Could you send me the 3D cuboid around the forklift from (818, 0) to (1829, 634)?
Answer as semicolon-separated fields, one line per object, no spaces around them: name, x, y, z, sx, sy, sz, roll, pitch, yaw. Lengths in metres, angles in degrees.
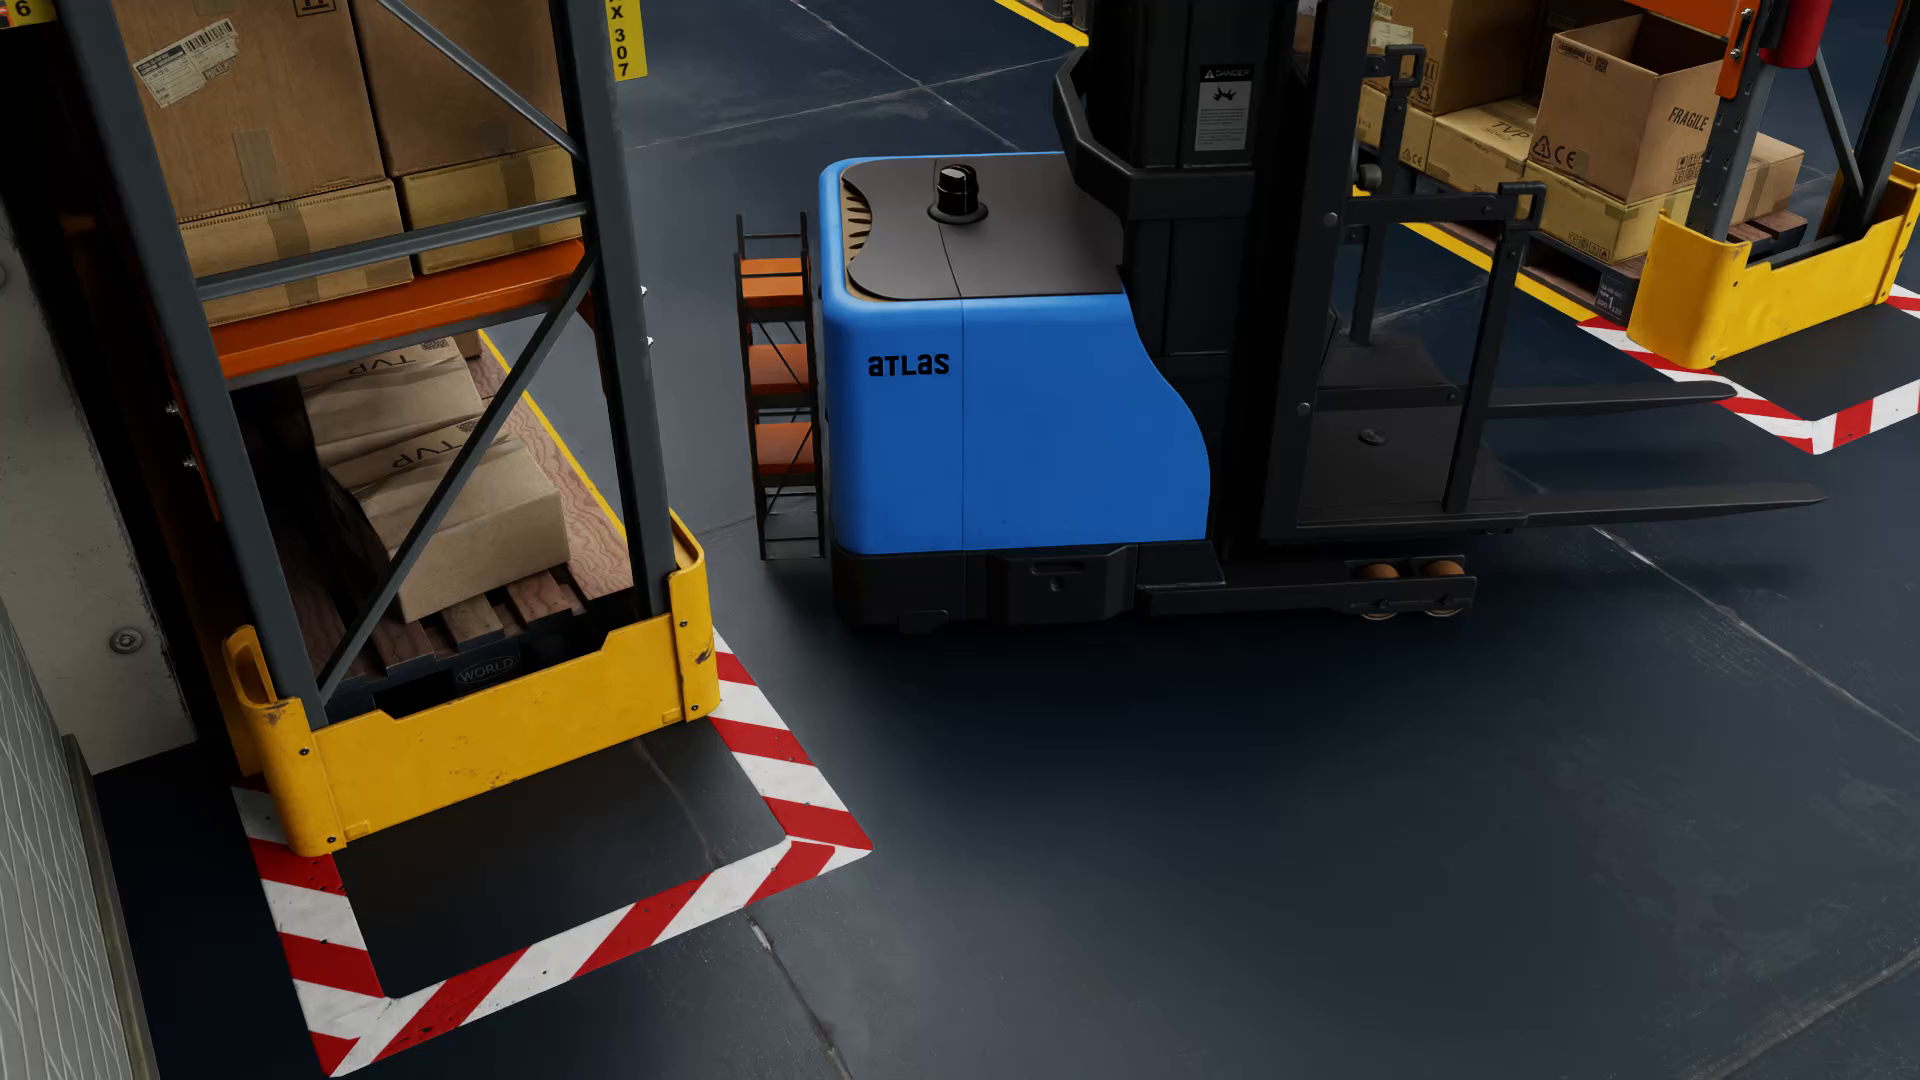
forklift;1.107;-1.256;4.485;3.031;2.935;1.130;-3;36;-4

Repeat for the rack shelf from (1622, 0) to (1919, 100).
rack shelf;2.079;-2.824;7.183;1.077;0.370;4.000;-19;40;-24

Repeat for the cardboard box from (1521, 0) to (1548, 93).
cardboard box;2.492;-2.301;7.197;0.500;0.500;0.500;-19;40;-24

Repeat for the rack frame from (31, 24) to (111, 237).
rack frame;-3.207;-2.664;6.355;1.000;3.000;0.127;-19;40;-24

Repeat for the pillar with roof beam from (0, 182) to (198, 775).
pillar with roof beam;1.426;-4.423;3.677;9.100;9.000;0.400;-19;40;-24

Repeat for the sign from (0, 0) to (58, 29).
sign;-1.687;-1.065;2.916;0.100;0.325;0.005;-19;40;-24

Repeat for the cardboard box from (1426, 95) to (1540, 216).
cardboard box;2.298;-1.591;6.860;0.500;0.250;0.500;-19;40;-24

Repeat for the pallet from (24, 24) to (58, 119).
pallet;-4.216;-2.558;8.573;1.003;0.211;1.213;-19;40;-24

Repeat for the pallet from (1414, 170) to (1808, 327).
pallet;2.664;-1.346;6.913;1.003;0.211;1.213;-19;40;-24

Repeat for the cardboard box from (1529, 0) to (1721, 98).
cardboard box;2.754;-2.050;6.853;0.500;0.500;0.500;-19;40;-24

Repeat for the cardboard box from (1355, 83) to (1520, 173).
cardboard box;2.045;-1.845;7.208;0.500;0.250;0.500;-19;40;-24

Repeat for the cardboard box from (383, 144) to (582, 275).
cardboard box;-1.168;-0.915;4.070;0.500;0.250;0.500;-20;41;-25

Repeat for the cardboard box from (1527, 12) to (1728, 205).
cardboard box;2.557;-1.641;6.294;0.500;0.500;0.500;-19;40;-24

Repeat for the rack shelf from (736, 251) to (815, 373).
rack shelf;-0.530;-0.659;4.798;0.215;0.259;0.240;-3;36;-4

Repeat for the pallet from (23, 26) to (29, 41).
pallet;-4.825;-3.179;9.424;1.003;0.211;1.213;-19;40;-24

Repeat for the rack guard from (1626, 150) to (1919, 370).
rack guard;3.096;-1.072;6.295;1.175;0.500;0.348;-19;40;-24

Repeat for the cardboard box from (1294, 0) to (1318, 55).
cardboard box;1.792;-2.402;7.336;0.500;0.500;0.500;-19;40;-24

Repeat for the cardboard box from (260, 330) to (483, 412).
cardboard box;-2.079;-0.852;5.619;0.700;0.500;0.500;-22;41;-27

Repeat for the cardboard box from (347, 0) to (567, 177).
cardboard box;-1.177;-1.207;3.834;0.500;0.500;0.500;-19;40;-24

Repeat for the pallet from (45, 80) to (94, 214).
pallet;-3.599;-1.935;7.720;1.003;0.211;1.213;-19;40;-24

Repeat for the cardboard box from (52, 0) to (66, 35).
cardboard box;-2.126;-1.574;4.336;0.500;0.500;0.500;-20;41;-25

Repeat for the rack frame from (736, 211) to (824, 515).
rack frame;-0.539;-0.510;5.058;0.200;1.050;0.008;-3;36;-4

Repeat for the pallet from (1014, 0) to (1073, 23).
pallet;0.671;-3.372;9.688;1.003;0.211;1.213;-19;40;-24

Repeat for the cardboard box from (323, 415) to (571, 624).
cardboard box;-1.467;-0.096;4.745;0.500;0.311;0.500;-24;42;-29

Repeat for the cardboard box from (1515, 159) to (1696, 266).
cardboard box;2.559;-1.339;6.516;0.500;0.250;0.500;-19;40;-24

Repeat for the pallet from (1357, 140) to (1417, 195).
pallet;2.055;-1.967;7.764;1.003;0.211;1.213;-19;40;-24

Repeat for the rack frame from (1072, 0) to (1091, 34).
rack frame;1.074;-4.134;8.367;1.000;3.000;0.127;-19;40;-24

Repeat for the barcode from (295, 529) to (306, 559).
barcode;-1.822;0.010;4.592;0.001;0.075;0.075;-19;40;-24

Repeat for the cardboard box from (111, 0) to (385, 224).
cardboard box;-1.618;-1.052;3.622;0.500;0.500;0.500;-19;40;-24

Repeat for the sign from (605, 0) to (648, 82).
sign;-0.728;-1.135;3.527;0.100;0.325;0.005;-19;40;-24

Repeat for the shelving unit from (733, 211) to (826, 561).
shelving unit;-0.529;-0.438;4.960;0.215;1.050;0.252;-3;36;-4

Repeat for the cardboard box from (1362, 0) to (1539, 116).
cardboard box;2.042;-2.147;6.986;0.500;0.500;0.500;-19;40;-24

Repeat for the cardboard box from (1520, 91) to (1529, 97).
cardboard box;2.502;-2.002;7.423;0.500;0.250;0.500;-19;40;-24

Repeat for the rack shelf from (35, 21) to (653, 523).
rack shelf;-2.202;-1.354;5.170;1.077;0.370;4.000;-19;40;-24

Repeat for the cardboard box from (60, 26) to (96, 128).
cardboard box;-2.126;-1.269;4.555;0.500;0.250;0.500;-19;40;-24

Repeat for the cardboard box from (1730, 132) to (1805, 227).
cardboard box;3.007;-1.493;6.726;0.500;0.250;0.500;-19;40;-24

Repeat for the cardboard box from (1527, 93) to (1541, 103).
cardboard box;2.753;-1.747;7.073;0.500;0.250;0.500;-19;40;-24

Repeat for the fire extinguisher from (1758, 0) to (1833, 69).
fire extinguisher;2.742;-1.865;5.326;0.296;0.674;0.183;-19;40;-24

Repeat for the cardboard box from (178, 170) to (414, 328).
cardboard box;-1.600;-0.753;3.848;0.500;0.250;0.500;-18;40;-23

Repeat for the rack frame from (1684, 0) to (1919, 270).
rack frame;3.084;-2.094;5.574;1.000;3.000;0.127;-19;40;-24

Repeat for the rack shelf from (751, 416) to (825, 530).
rack shelf;-0.529;-0.205;5.130;0.215;0.259;0.240;-3;36;-4

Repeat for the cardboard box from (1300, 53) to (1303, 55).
cardboard box;1.795;-2.101;7.558;0.500;0.250;0.500;-19;40;-24

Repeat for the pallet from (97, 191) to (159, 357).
pallet;-2.839;-1.206;6.722;1.003;0.211;1.213;-19;40;-24

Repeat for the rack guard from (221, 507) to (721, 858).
rack guard;-1.235;0.346;4.352;1.175;0.500;0.348;-19;40;-24

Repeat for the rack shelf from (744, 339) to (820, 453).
rack shelf;-0.529;-0.430;4.966;0.215;0.259;0.240;-3;36;-4

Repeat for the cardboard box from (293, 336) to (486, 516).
cardboard box;-1.753;-0.386;5.143;0.500;0.311;0.500;-16;39;-20

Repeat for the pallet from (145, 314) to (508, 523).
pallet;-2.222;-0.583;5.870;1.003;0.211;1.213;-19;40;-24

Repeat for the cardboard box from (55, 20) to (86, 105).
cardboard box;-2.382;-1.526;4.907;0.500;0.250;0.500;-18;40;-23

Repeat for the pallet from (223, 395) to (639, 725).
pallet;-1.613;0.038;5.019;1.003;0.211;1.213;-19;40;-24

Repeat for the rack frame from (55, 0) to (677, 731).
rack frame;-1.197;-0.624;3.562;1.000;3.000;0.127;-19;40;-24

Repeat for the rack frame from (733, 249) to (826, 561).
rack frame;-0.519;-0.367;4.861;0.200;1.050;0.008;-3;36;-4
